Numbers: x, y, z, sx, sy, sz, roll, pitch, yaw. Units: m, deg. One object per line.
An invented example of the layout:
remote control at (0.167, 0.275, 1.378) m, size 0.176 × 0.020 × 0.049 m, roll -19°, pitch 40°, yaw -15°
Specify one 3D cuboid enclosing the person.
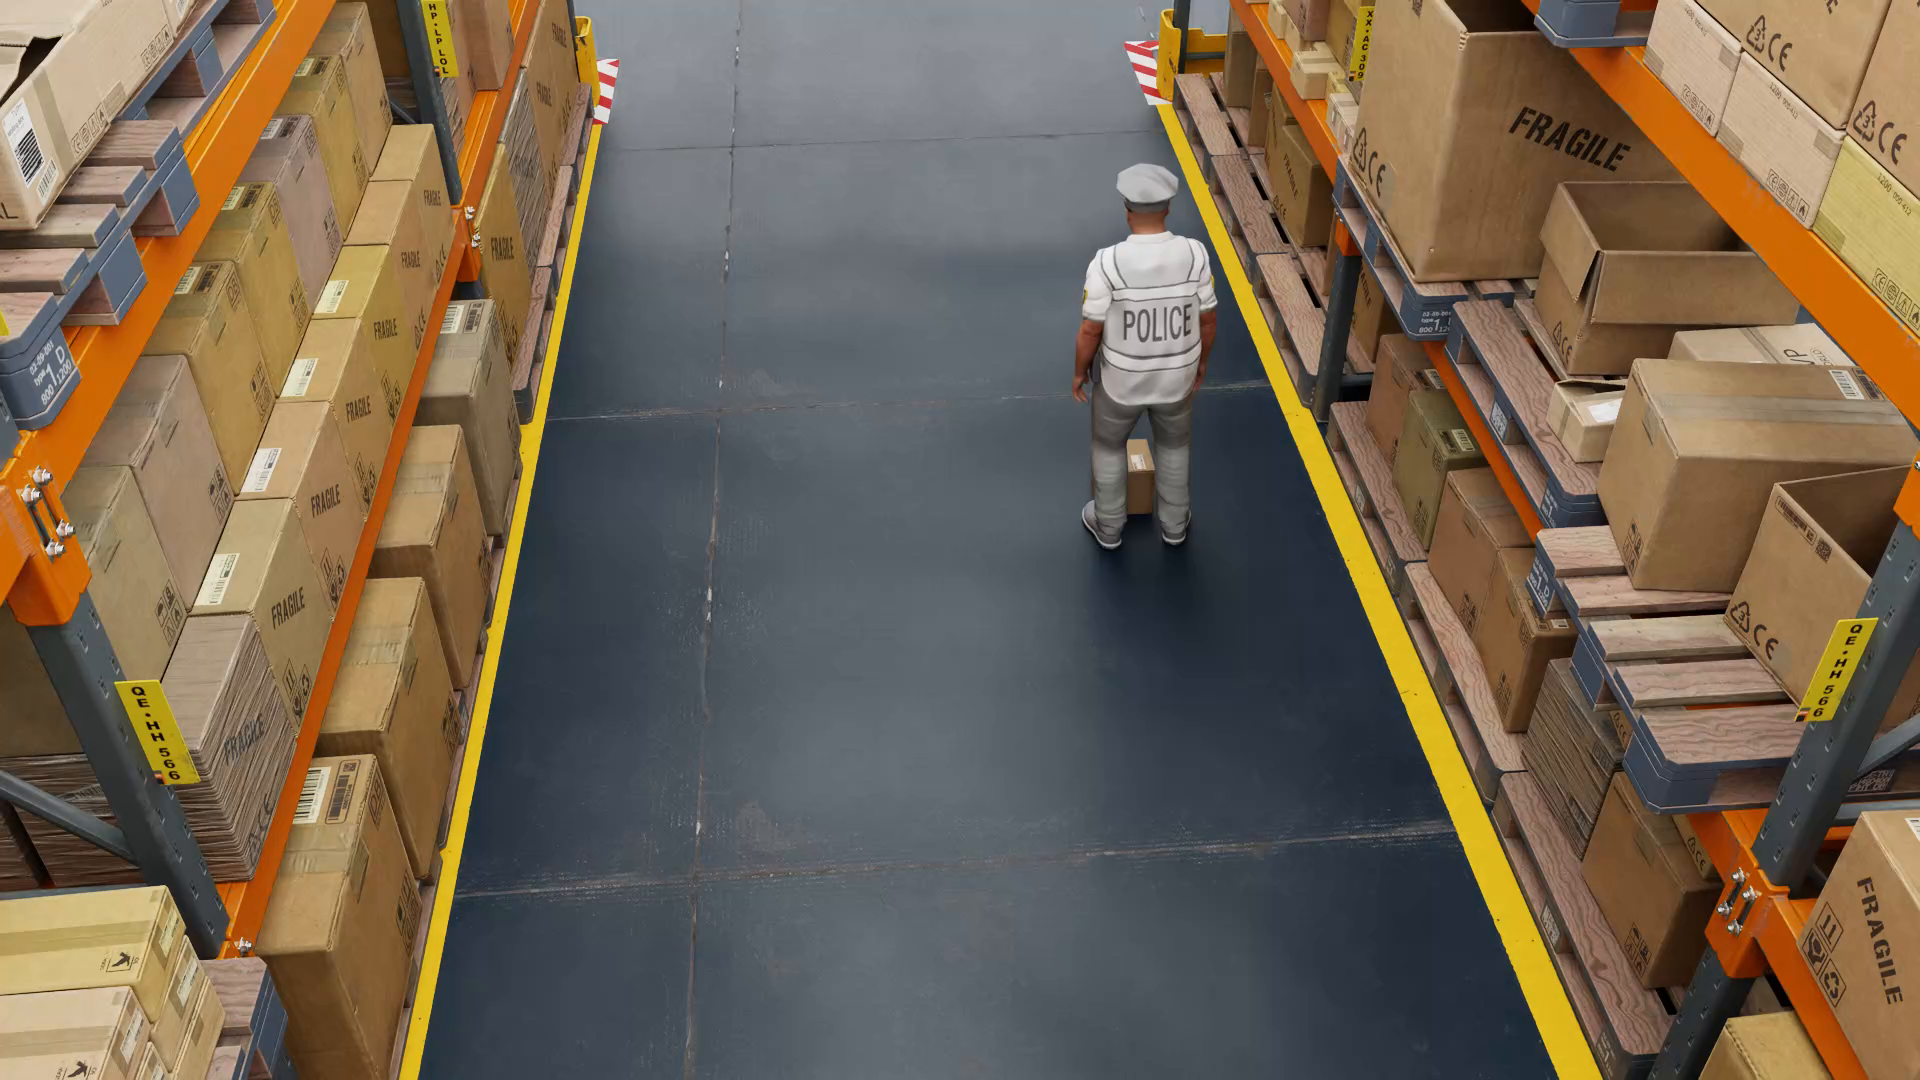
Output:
person at (0.779, -0.705, 7.022) m, size 0.601 × 1.749 × 0.435 m, roll -5°, pitch 39°, yaw -6°
